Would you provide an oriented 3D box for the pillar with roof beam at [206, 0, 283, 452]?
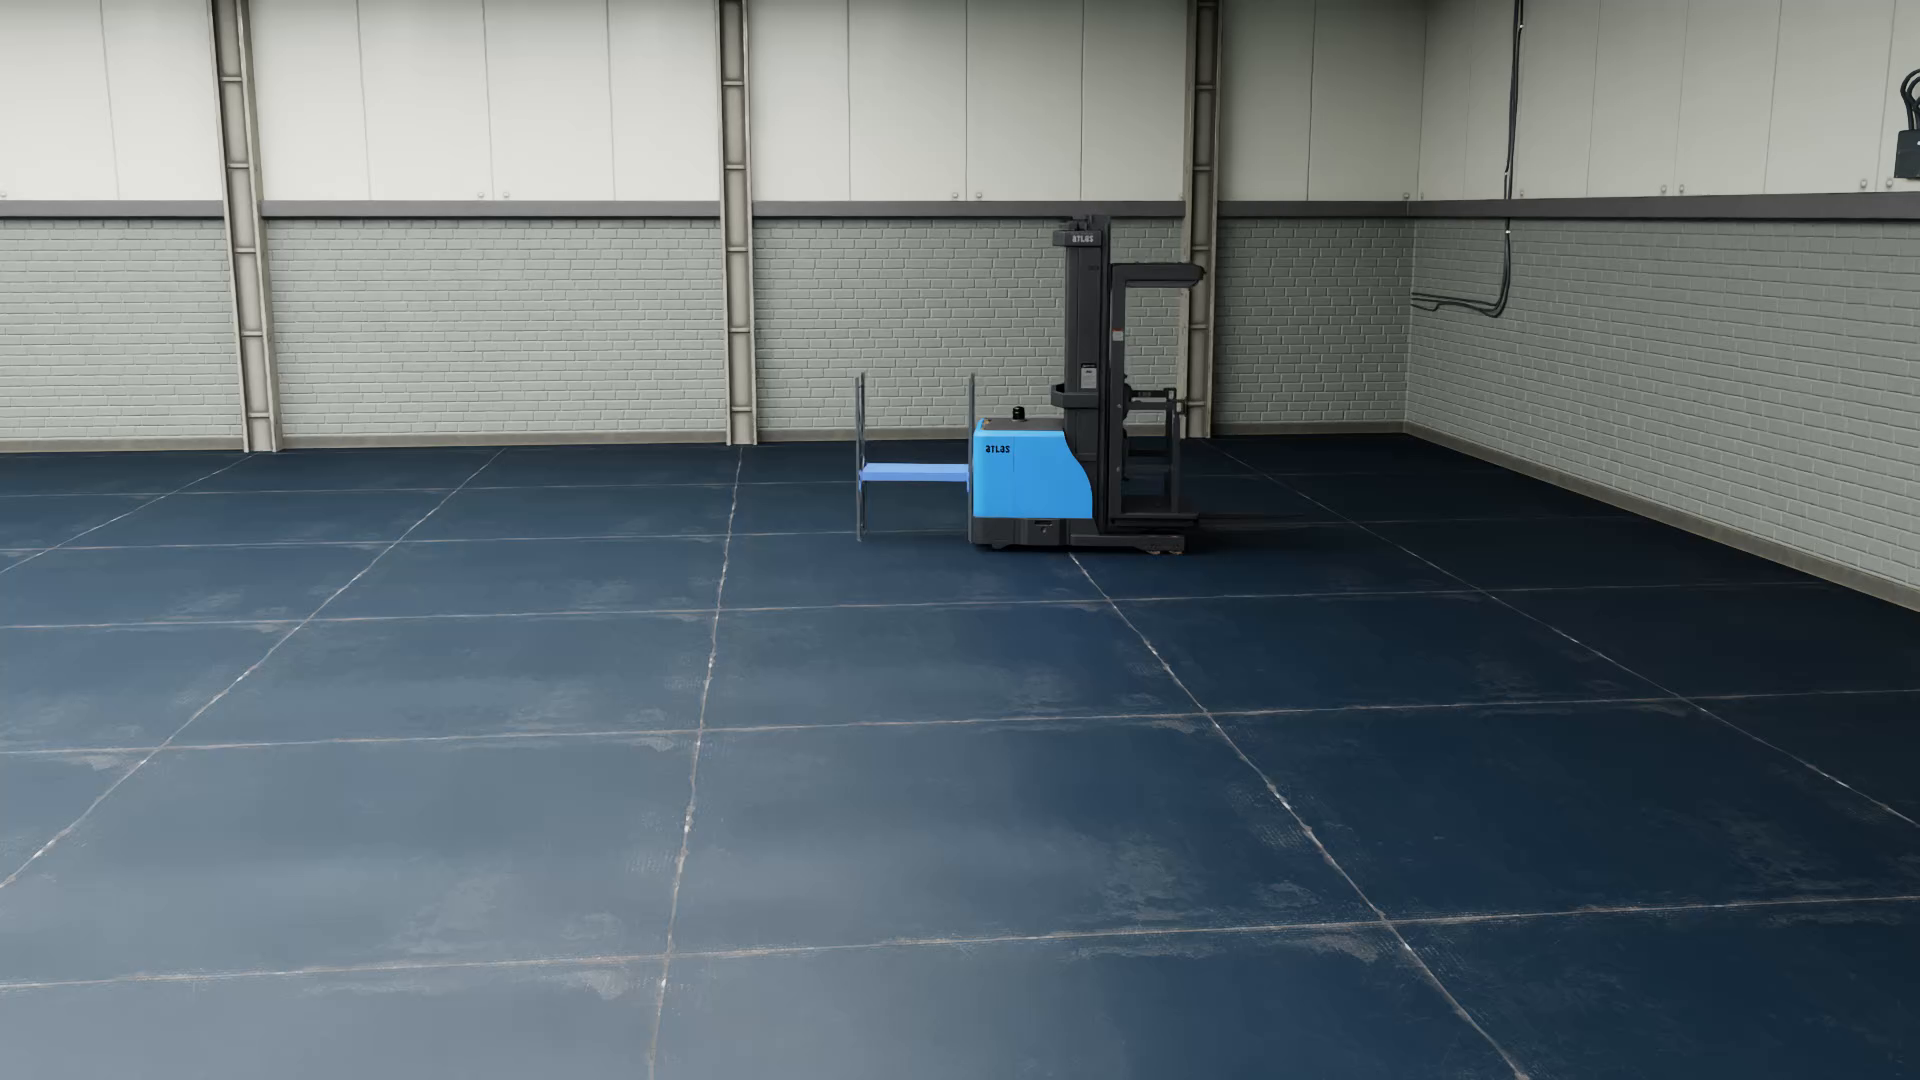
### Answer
[{"bbox_3d":[-8.335,-4.725,15.957,0.400,9.000,9.100,-1,11,-6],"label":"pillar with roof beam"}]

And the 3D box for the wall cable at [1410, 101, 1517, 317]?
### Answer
[{"bbox_3d":[6.201,-4.085,20.749,0.112,2.526,3.097,-1,11,-6],"label":"wall cable"}]

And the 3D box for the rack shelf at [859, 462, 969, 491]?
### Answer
[{"bbox_3d":[-0.400,-0.583,15.261,1.000,0.185,0.538,1,11,3],"label":"rack shelf"}]

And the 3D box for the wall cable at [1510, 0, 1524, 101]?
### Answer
[{"bbox_3d":[6.493,-6.044,17.623,0.112,2.526,3.097,-1,11,-6],"label":"wall cable"}]

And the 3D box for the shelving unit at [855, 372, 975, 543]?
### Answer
[{"bbox_3d":[-0.400,-0.760,15.226,1.048,1.500,0.538,1,11,3],"label":"shelving unit"}]

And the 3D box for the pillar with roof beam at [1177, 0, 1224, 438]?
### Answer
[{"bbox_3d":[3.594,-4.975,17.228,0.400,9.000,9.100,-1,11,-6],"label":"pillar with roof beam"}]

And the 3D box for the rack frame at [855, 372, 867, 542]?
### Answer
[{"bbox_3d":[-0.908,-0.765,15.255,0.032,1.500,0.500,1,11,3],"label":"rack frame"}]

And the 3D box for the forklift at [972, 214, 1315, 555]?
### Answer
[{"bbox_3d":[1.643,-1.416,14.853,3.031,2.935,1.130,1,11,3],"label":"forklift"}]

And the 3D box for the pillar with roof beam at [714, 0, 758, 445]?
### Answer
[{"bbox_3d":[-2.371,-4.850,16.592,0.400,9.000,9.100,-1,11,-6],"label":"pillar with roof beam"}]

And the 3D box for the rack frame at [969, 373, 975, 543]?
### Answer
[{"bbox_3d":[0.107,-0.754,15.198,0.032,1.500,0.500,1,11,3],"label":"rack frame"}]

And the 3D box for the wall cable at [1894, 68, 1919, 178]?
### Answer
[{"bbox_3d":[7.210,-5.456,10.859,0.169,6.003,2.305,-1,11,-6],"label":"wall cable"}]
